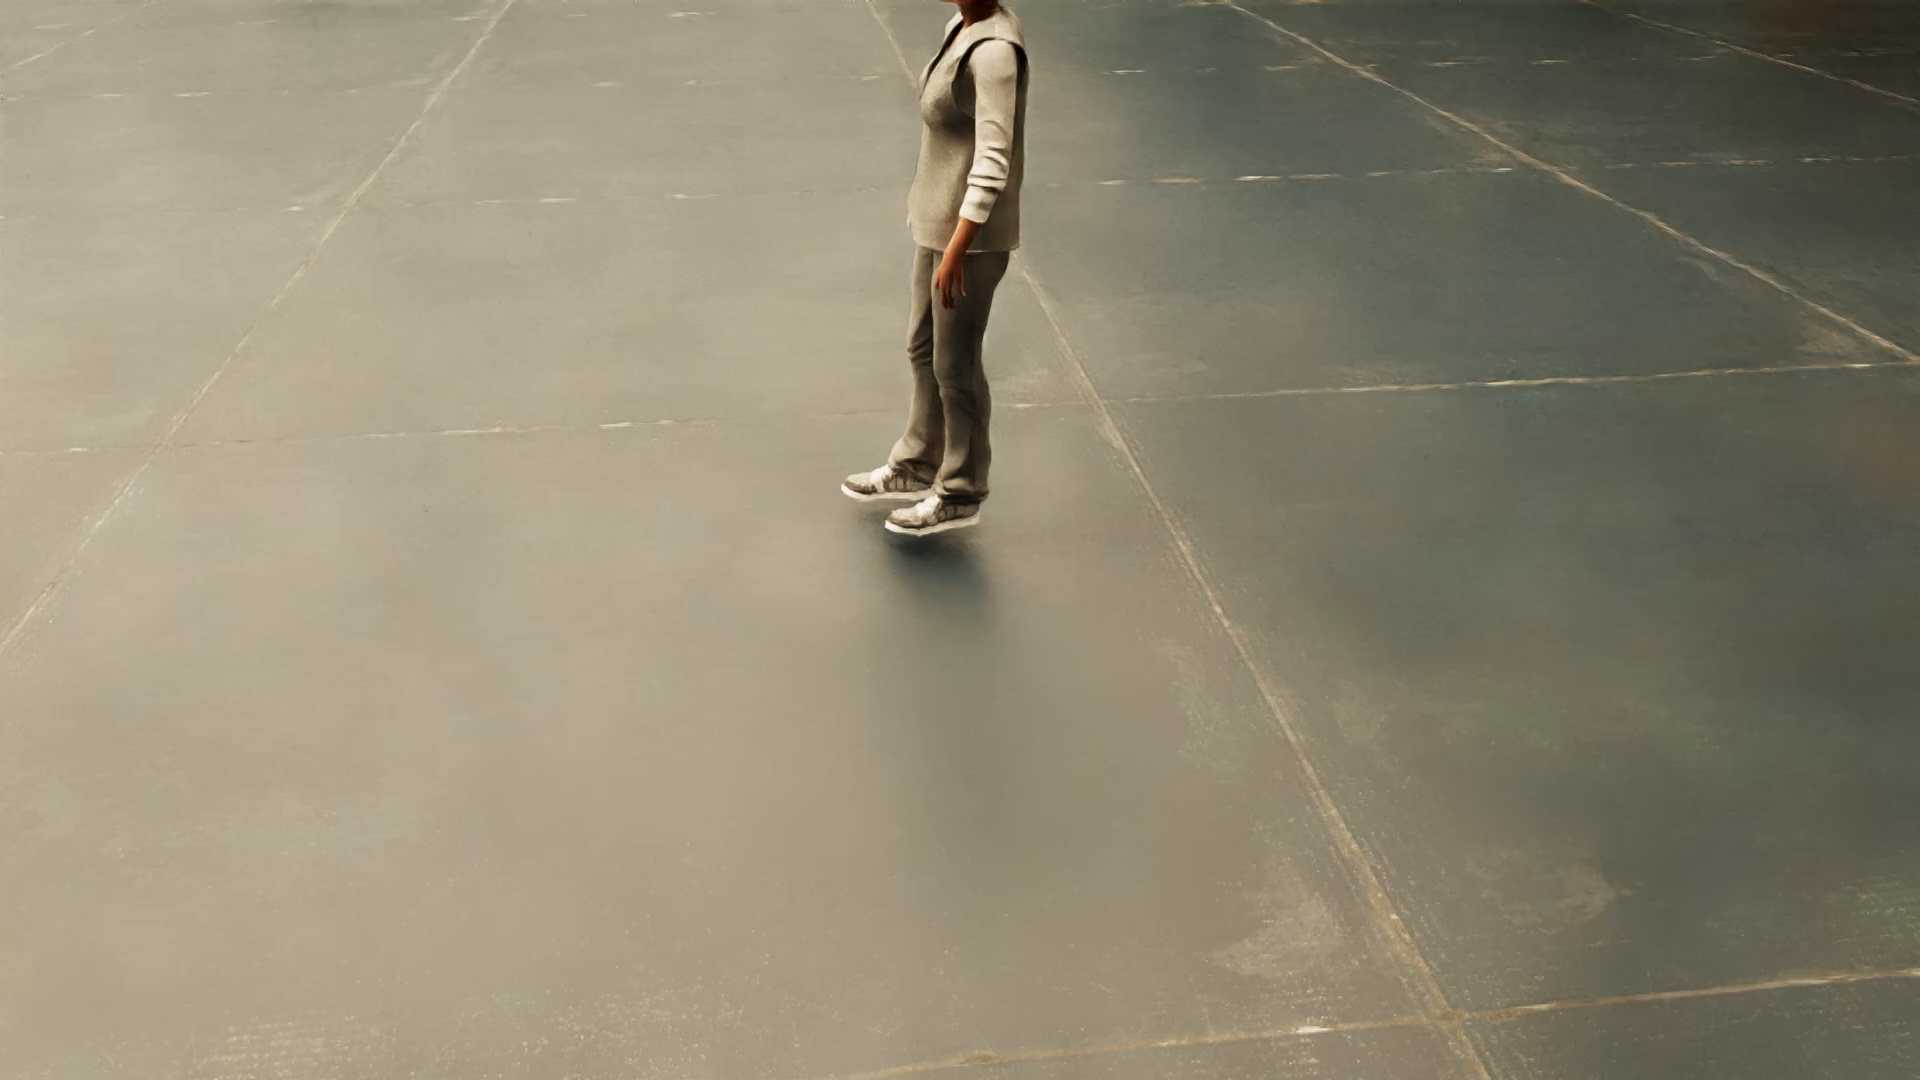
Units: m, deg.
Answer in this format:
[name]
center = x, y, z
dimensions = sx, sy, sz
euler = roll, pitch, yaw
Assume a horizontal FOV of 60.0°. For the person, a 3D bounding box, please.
[person]
center = -0.074, -0.763, 4.243
dimensions = 0.476, 1.596, 0.521
euler = -3, 26, -7
